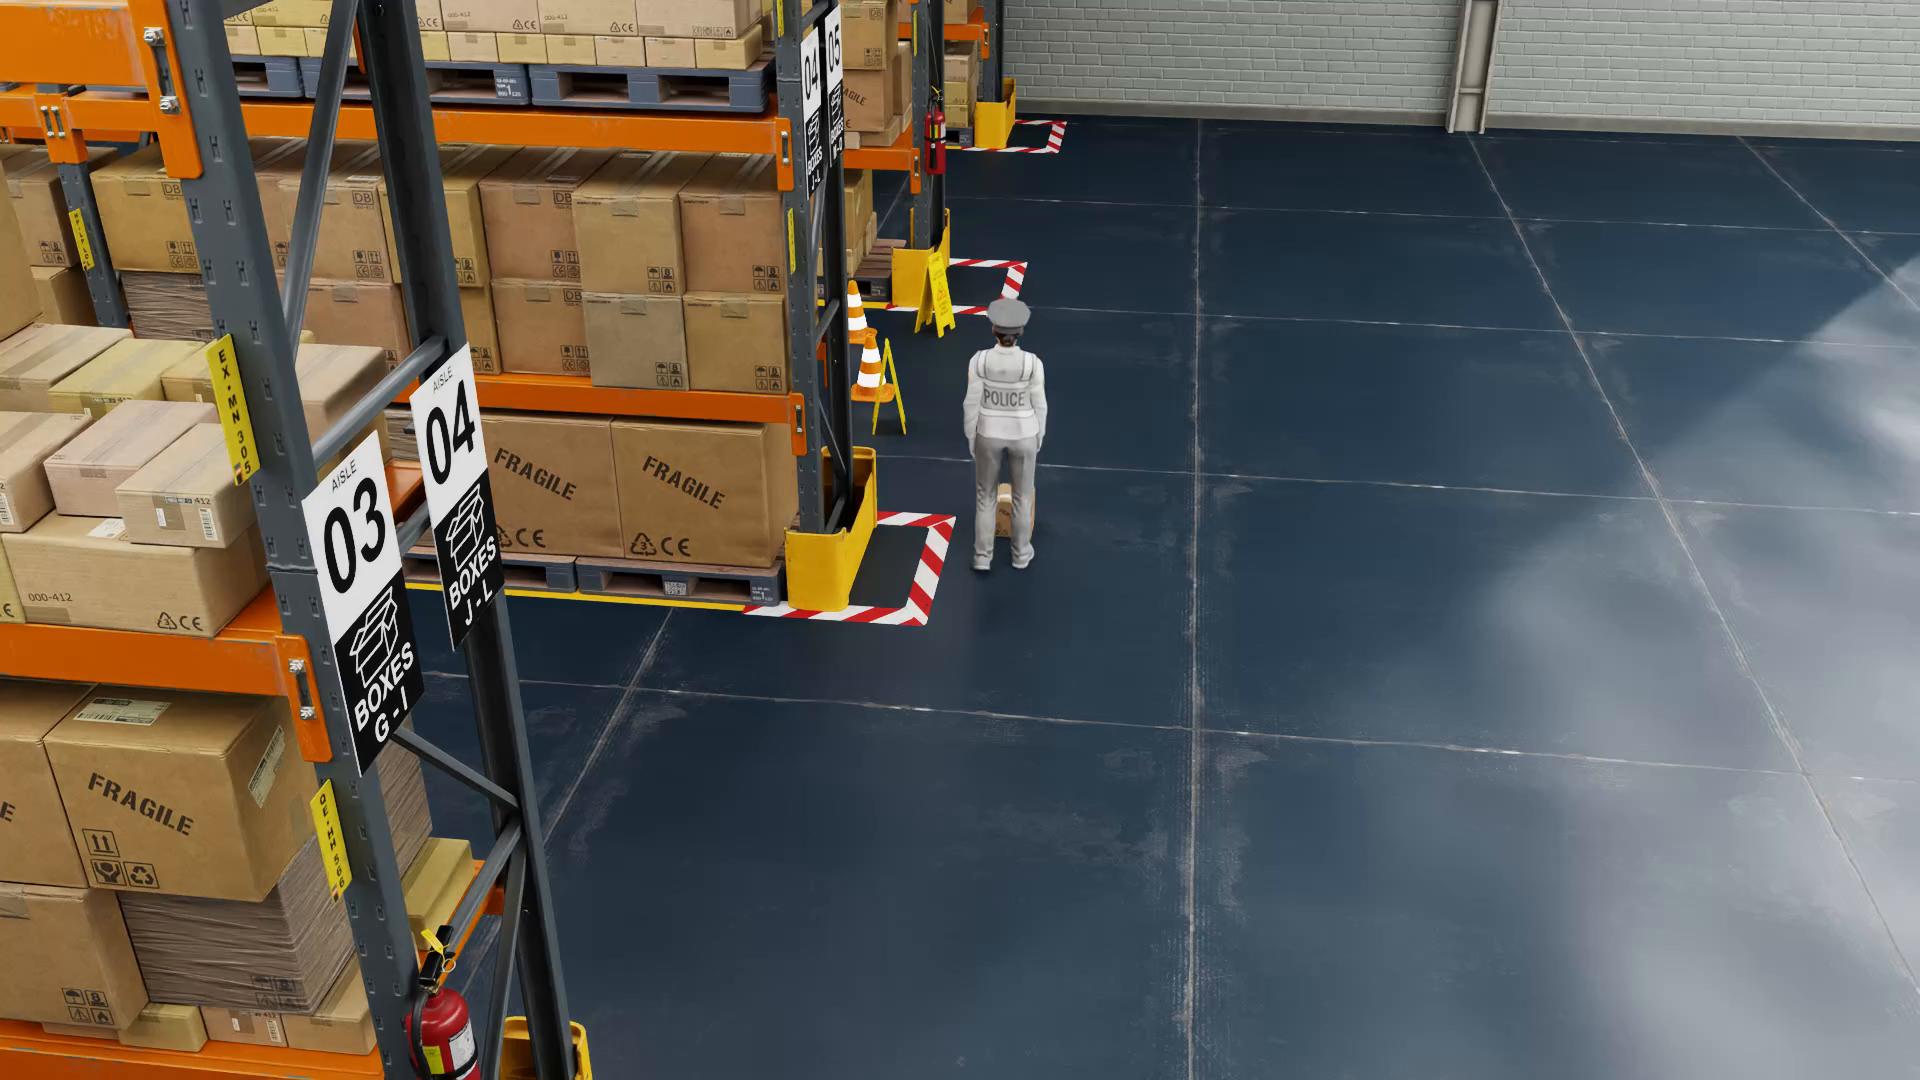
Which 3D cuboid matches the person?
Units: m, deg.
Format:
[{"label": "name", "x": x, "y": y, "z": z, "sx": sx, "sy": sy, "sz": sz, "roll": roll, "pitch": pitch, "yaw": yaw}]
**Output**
[{"label": "person", "x": 0.267, "y": -0.578, "z": 9.720, "sx": 0.481, "sy": 1.747, "sz": 0.388, "roll": 4, "pitch": 29, "yaw": 7}]
